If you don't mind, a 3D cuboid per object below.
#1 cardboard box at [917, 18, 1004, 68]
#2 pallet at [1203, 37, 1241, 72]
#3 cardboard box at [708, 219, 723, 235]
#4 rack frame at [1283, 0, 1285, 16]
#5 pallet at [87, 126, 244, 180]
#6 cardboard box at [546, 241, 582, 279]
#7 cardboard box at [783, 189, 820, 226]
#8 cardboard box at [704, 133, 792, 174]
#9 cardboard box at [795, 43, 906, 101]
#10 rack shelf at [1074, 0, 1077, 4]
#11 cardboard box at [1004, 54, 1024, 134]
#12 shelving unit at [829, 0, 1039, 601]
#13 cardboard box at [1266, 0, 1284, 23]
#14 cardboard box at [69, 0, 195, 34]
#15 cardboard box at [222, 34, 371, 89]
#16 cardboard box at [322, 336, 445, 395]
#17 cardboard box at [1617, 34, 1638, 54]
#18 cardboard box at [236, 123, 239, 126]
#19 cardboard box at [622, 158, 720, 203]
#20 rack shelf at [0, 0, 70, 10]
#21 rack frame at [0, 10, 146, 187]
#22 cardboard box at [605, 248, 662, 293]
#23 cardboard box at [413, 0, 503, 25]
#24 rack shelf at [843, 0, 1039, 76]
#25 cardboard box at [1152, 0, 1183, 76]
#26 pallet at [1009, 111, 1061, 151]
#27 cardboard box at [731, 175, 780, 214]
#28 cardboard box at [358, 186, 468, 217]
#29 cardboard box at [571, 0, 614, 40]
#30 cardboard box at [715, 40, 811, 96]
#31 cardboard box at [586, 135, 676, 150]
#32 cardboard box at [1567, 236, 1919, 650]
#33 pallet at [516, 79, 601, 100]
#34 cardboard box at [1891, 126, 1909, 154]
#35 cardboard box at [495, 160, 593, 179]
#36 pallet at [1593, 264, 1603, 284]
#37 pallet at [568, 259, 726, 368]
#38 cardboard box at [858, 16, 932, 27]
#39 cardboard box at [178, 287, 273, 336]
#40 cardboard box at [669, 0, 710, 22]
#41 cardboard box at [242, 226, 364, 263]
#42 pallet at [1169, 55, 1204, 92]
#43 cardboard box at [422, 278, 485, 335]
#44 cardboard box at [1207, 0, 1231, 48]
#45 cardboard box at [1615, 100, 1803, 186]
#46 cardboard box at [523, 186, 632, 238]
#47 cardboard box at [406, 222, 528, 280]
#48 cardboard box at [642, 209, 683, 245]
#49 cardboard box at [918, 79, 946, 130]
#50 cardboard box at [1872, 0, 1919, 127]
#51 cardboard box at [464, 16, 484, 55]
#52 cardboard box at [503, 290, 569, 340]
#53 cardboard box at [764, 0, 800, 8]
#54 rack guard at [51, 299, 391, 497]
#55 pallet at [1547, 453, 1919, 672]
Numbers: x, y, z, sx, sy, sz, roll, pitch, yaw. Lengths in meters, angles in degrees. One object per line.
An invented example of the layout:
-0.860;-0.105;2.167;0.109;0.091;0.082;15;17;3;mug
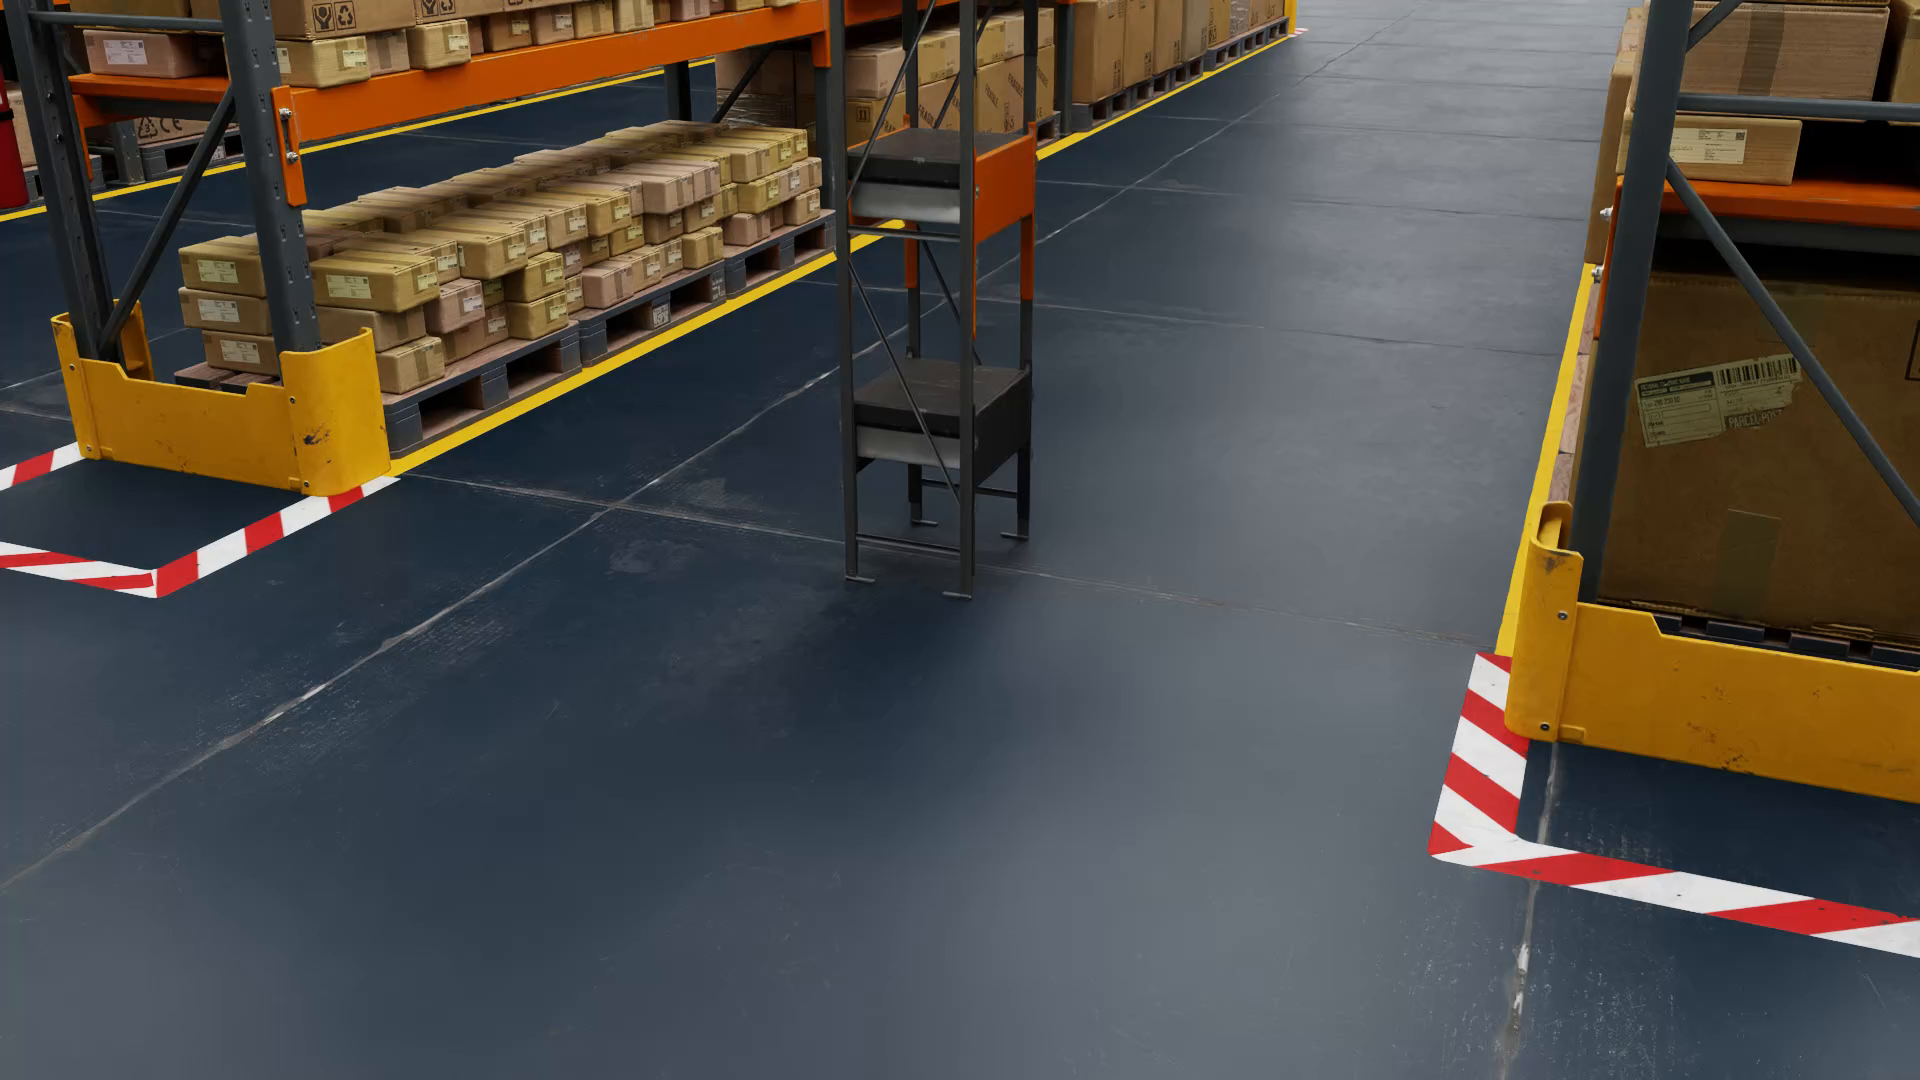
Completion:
-0.034;-3.244;10.849;0.500;0.250;0.500;9;24;21;cardboard box
2.198;-4.907;16.724;1.003;0.211;1.213;9;24;20;pallet
-1.381;-1.497;8.097;0.380;0.149;0.250;8;24;19;cardboard box
3.329;-7.364;18.988;1.000;3.000;0.127;9;24;20;rack frame
-5.546;-2.743;11.542;1.003;0.211;1.213;9;24;20;pallet
-1.812;-1.180;6.951;0.380;0.149;0.250;8;24;18;cardboard box
-0.958;-1.759;8.724;0.380;0.149;0.250;9;24;21;cardboard box
-1.077;-1.961;8.435;0.380;0.149;0.250;9;24;21;cardboard box
-0.609;-2.683;9.507;0.500;0.250;0.500;8;24;18;cardboard box
1.100;-4.885;13.987;1.077;0.370;4.000;9;24;20;rack shelf
0.159;-3.083;11.439;0.500;0.500;0.500;10;25;22;cardboard box
-0.062;-0.910;4.703;0.431;2.100;0.503;9;24;20;shelving unit
3.138;-6.325;18.713;0.875;0.875;0.875;9;24;20;cardboard box
-2.687;-2.020;5.677;0.500;0.500;0.500;9;24;21;cardboard box
-2.190;-1.592;5.494;0.380;0.149;0.250;9;24;20;cardboard box
-2.123;-0.658;6.089;0.380;0.149;0.250;9;24;21;cardboard box
3.989;-2.089;8.571;1.225;0.875;0.875;8;24;18;cardboard box
-5.278;-3.513;11.981;0.875;0.875;0.875;10;24;22;cardboard box
-1.347;-1.679;7.760;0.380;0.149;0.250;8;24;17;cardboard box
-6.505;-2.695;8.743;1.077;0.370;4.000;9;24;20;rack shelf
-5.762;-3.742;10.318;1.000;3.000;0.127;9;24;20;rack frame
-1.561;-1.214;7.418;0.380;0.149;0.250;9;24;20;cardboard box
-2.016;-2.138;5.961;0.500;0.500;0.500;9;24;20;cardboard box
-0.062;-1.543;4.439;0.431;0.518;0.480;9;24;20;rack shelf
1.334;-4.509;14.526;1.050;0.750;0.750;9;24;20;cardboard box
0.065;-2.935;12.003;1.003;0.211;1.213;9;24;20;pallet
-1.123;-1.730;8.268;0.380;0.149;0.250;8;24;18;cardboard box
-2.325;-1.397;7.085;0.380;0.149;0.250;10;25;22;cardboard box
-1.658;-2.157;6.848;0.380;0.149;0.250;10;25;22;cardboard box
-1.087;-2.759;9.689;0.500;0.250;0.500;8;24;19;cardboard box
-1.655;-1.941;8.388;0.380;0.149;0.250;8;24;19;cardboard box
2.116;-0.346;4.399;0.875;0.875;0.875;9;24;20;cardboard box
-3.985;-4.167;14.951;1.003;0.211;1.213;9;24;20;pallet
2.580;-1.040;4.173;0.380;0.149;0.250;8;24;19;cardboard box
-1.925;-1.656;7.705;0.380;0.149;0.250;8;24;18;cardboard box
3.655;-1.324;8.145;1.003;0.211;1.213;9;24;20;pallet
-1.797;-1.100;7.609;1.003;0.211;1.213;9;24;20;pallet
-0.508;-3.319;11.029;0.500;0.250;0.500;9;24;20;cardboard box
-2.683;-0.884;6.242;0.380;0.149;0.250;8;24;19;cardboard box
-1.359;-2.433;7.509;0.380;0.149;0.250;8;24;18;cardboard box
-2.507;-1.099;6.371;0.380;0.149;0.250;9;24;21;cardboard box
1.626;-4.359;15.412;1.003;0.211;1.213;9;24;20;pallet
-2.027;-0.895;6.268;0.380;0.149;0.250;9;24;20;cardboard box
2.141;-5.361;16.405;0.875;0.875;0.875;9;24;21;cardboard box
1.780;-0.951;3.961;0.380;0.149;0.250;9;24;21;cardboard box
-1.634;-1.404;7.101;0.380;0.149;0.250;9;24;21;cardboard box
-1.901;-1.118;6.416;0.380;0.149;0.250;9;24;20;cardboard box
-1.502;-1.468;7.640;0.380;0.149;0.250;8;24;18;cardboard box
-0.413;-2.526;10.105;0.500;0.500;0.500;10;25;22;cardboard box
2.382;-1.093;3.784;0.500;0.250;0.500;8;24;19;cardboard box
-2.015;-1.890;6.208;0.380;0.149;0.250;10;25;23;cardboard box
-1.819;-0.929;6.737;0.380;0.149;0.250;9;24;21;cardboard box
-1.012;-2.710;8.173;0.380;0.149;0.250;8;24;19;cardboard box
-2.586;-0.512;5.828;1.175;0.500;0.348;9;24;20;rack guard
2.177;0.097;4.744;1.003;0.211;1.213;9;24;20;pallet
